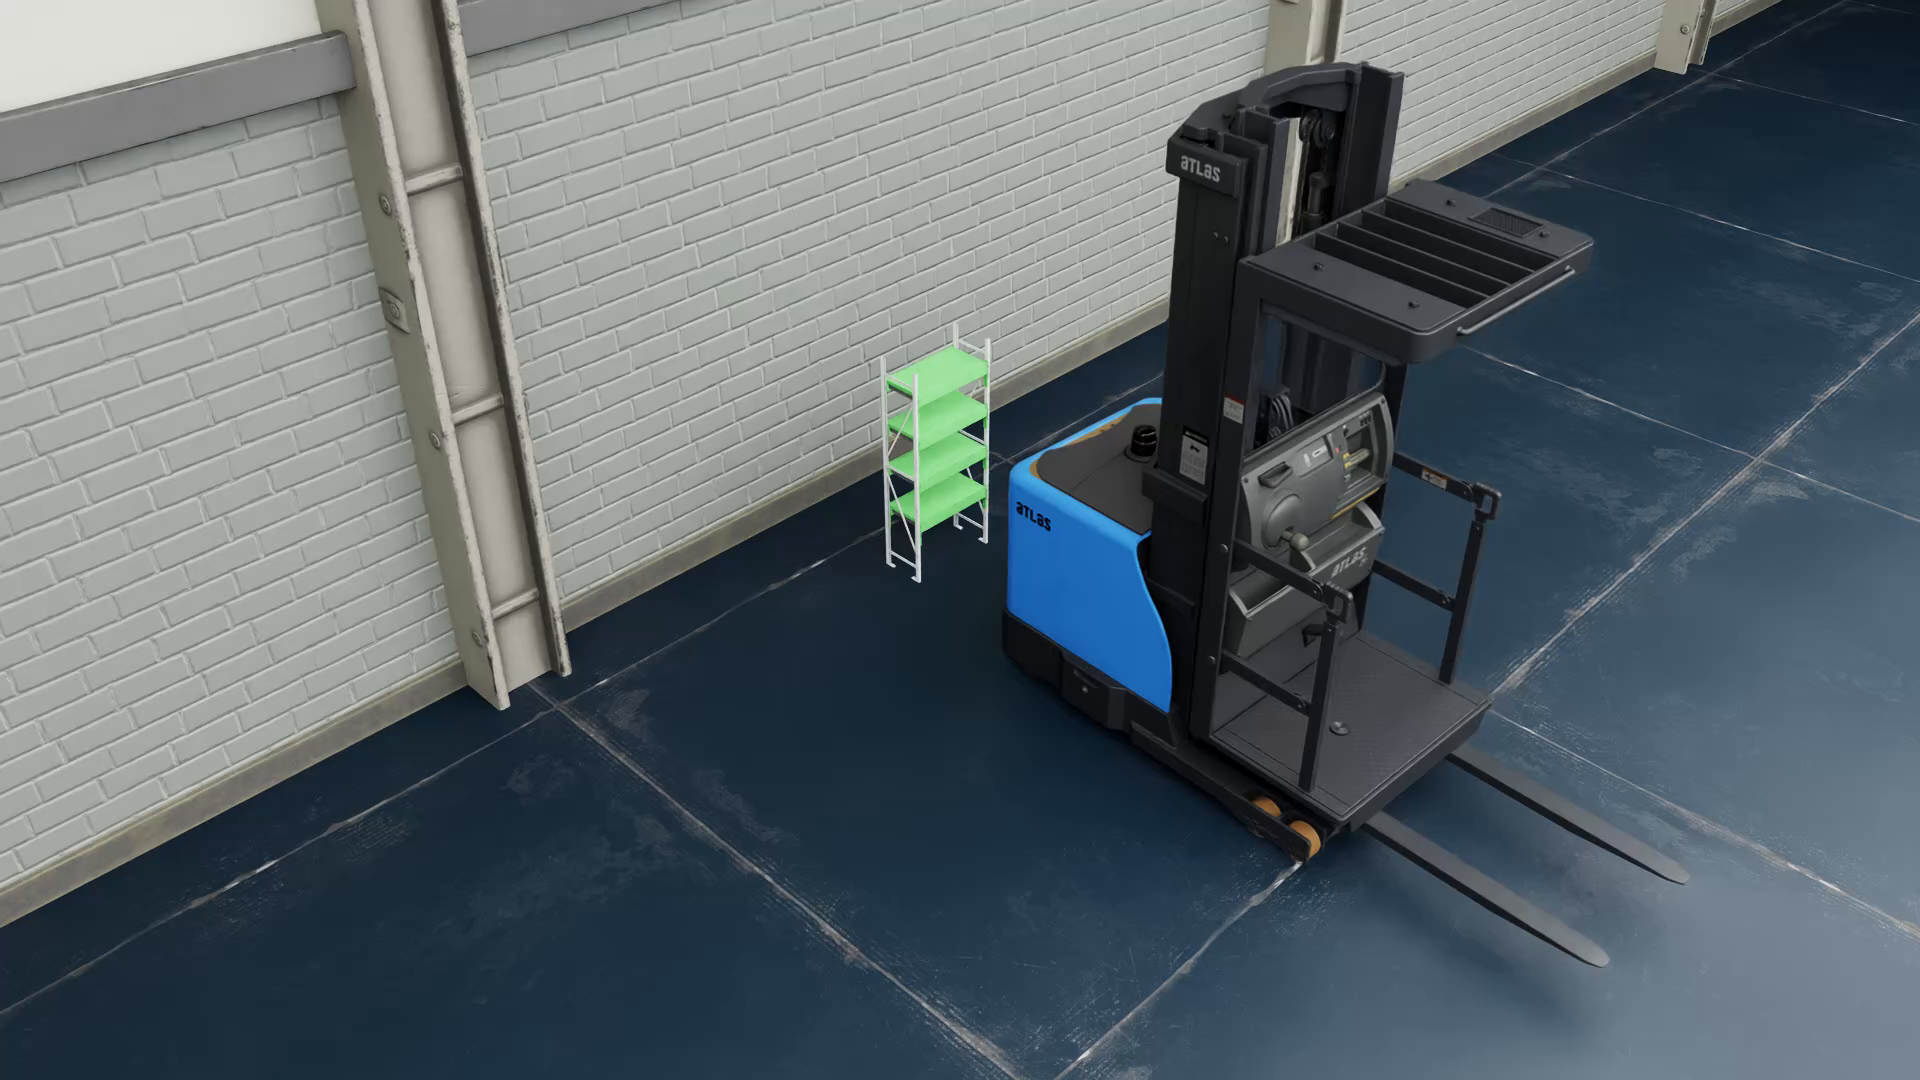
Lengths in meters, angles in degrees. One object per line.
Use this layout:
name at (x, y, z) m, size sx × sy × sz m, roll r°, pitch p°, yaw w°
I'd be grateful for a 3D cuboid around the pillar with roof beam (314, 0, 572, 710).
pillar with roof beam at (0.979, -1.315, 2.759) m, size 9.100 × 9.000 × 0.400 m, roll 30°, pitch 45°, yaw 35°

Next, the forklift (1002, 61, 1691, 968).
forklift at (1.572, -0.213, 6.484) m, size 1.130 × 2.935 × 3.031 m, roll -28°, pitch 44°, yaw -34°

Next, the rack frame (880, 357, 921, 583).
rack frame at (-0.289, -0.326, 8.159) m, size 0.240 × 1.200 × 0.015 m, roll 30°, pitch 45°, yaw 35°

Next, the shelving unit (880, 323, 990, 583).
shelving unit at (-0.117, -0.425, 8.301) m, size 0.258 × 1.200 × 0.503 m, roll 30°, pitch 45°, yaw 35°

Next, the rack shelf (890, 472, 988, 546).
rack shelf at (-0.117, -0.176, 8.475) m, size 0.258 × 0.148 × 0.480 m, roll 30°, pitch 45°, yaw 35°

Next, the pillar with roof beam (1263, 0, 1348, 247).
pillar with roof beam at (5.207, -3.750, 6.252) m, size 9.100 × 9.000 × 0.400 m, roll 30°, pitch 45°, yaw 35°

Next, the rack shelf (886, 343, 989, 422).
rack shelf at (-0.117, -0.766, 8.063) m, size 0.258 × 0.148 × 0.480 m, roll 30°, pitch 45°, yaw 35°

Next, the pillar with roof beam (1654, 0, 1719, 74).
pillar with roof beam at (9.434, -6.186, 9.744) m, size 9.100 × 9.000 × 0.400 m, roll 30°, pitch 45°, yaw 35°

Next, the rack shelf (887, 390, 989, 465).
rack shelf at (-0.117, -0.569, 8.200) m, size 0.258 × 0.148 × 0.480 m, roll 30°, pitch 45°, yaw 35°

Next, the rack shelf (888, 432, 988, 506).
rack shelf at (-0.117, -0.373, 8.338) m, size 0.258 × 0.148 × 0.480 m, roll 30°, pitch 45°, yaw 35°

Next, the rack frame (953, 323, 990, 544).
rack frame at (0.055, -0.524, 8.443) m, size 0.240 × 1.200 × 0.015 m, roll 30°, pitch 45°, yaw 35°
